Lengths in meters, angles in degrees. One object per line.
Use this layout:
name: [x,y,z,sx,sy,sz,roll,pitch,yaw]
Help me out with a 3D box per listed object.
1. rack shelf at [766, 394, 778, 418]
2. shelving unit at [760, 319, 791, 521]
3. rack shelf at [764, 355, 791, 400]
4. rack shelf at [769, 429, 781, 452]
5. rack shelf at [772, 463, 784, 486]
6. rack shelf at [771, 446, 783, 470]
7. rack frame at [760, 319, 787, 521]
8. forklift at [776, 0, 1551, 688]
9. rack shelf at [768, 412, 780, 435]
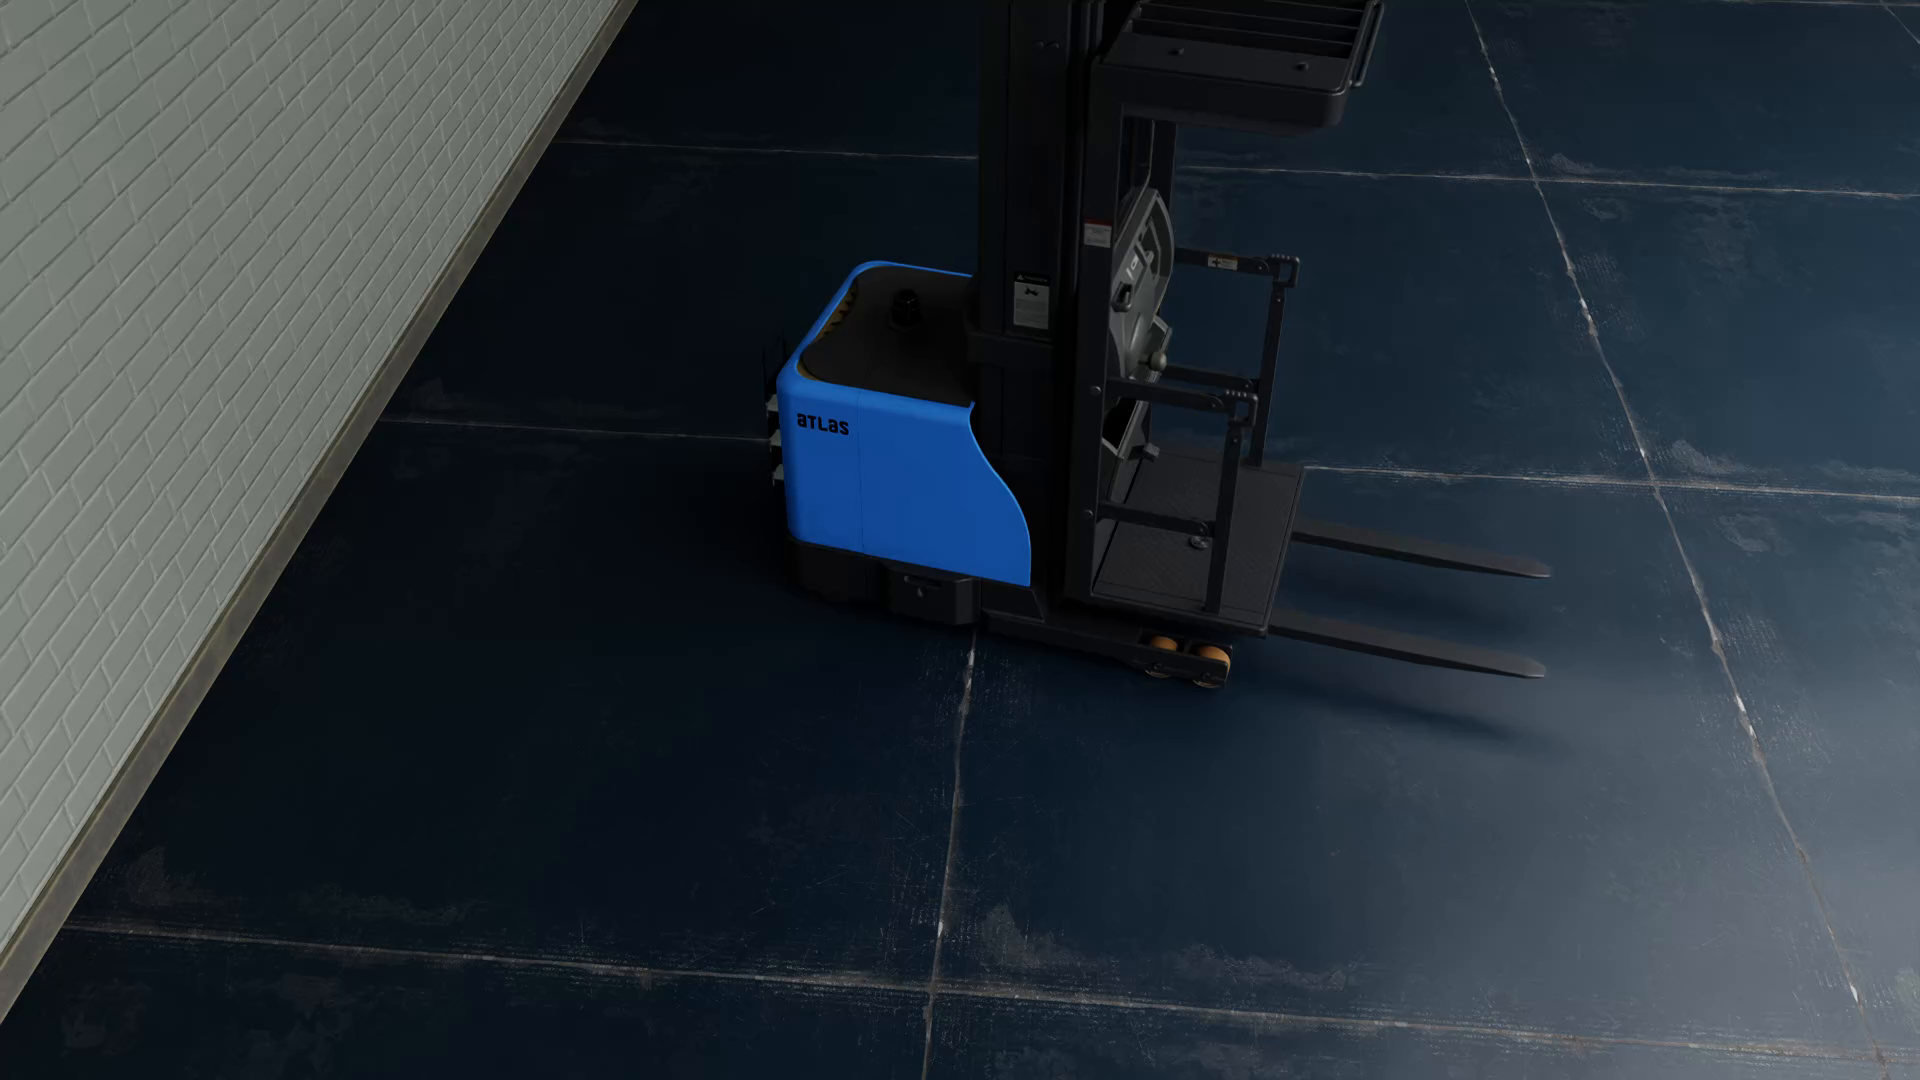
rack shelf: [-0.679,-0.599,7.041,0.200,0.077,0.258,11,40,13]
shelving unit: [-0.679,-0.485,7.134,0.210,0.900,0.258,11,40,13]
rack shelf: [-0.679,-0.669,6.984,0.200,0.077,0.258,11,40,13]
rack shelf: [-0.679,-0.460,7.155,0.200,0.077,0.258,11,40,13]
rack shelf: [-0.679,-0.320,7.268,0.200,0.077,0.258,11,40,13]
rack shelf: [-0.679,-0.390,7.211,0.200,0.077,0.258,11,40,13]
rack frame: [-0.776,-0.505,7.157,0.006,0.900,0.240,11,40,13]
forklift: [0.856,-0.933,6.075,3.031,2.935,1.130,11,40,13]
rack shelf: [-0.679,-0.529,7.098,0.200,0.077,0.258,11,40,13]
